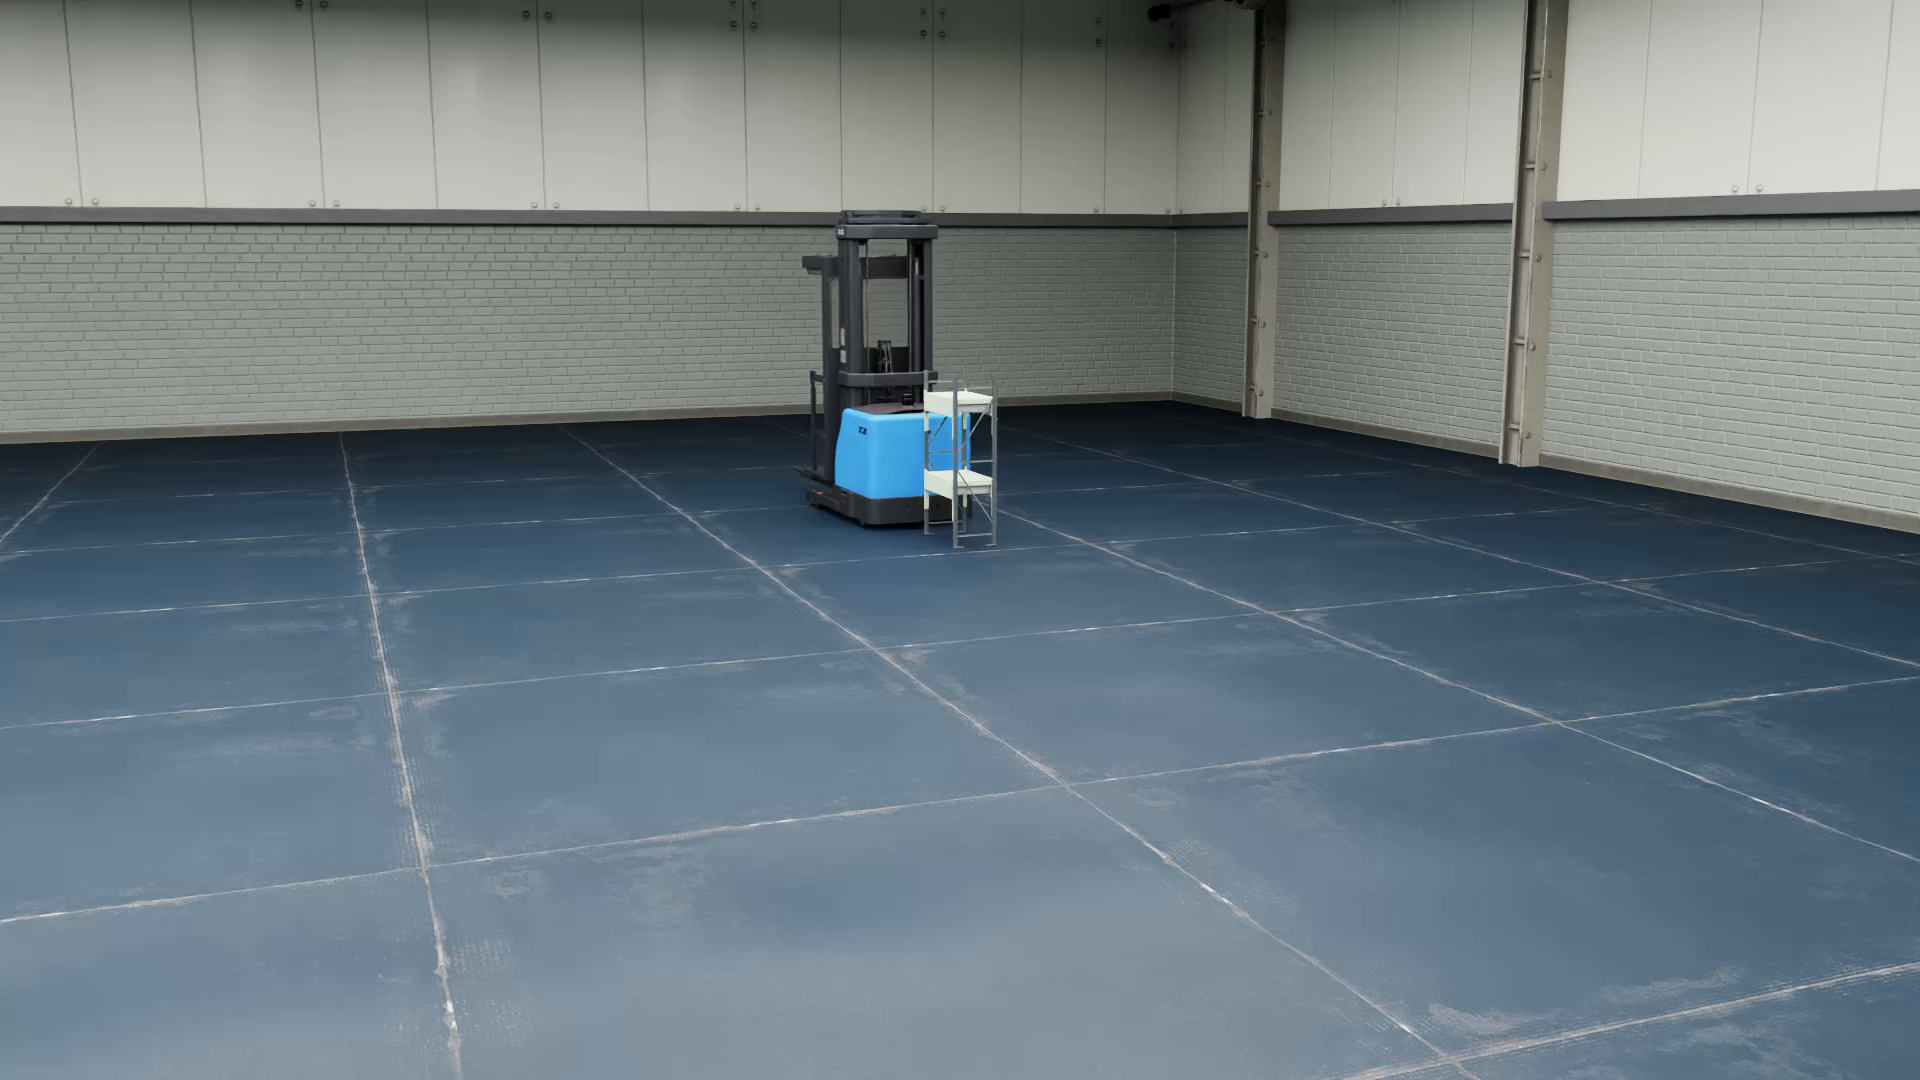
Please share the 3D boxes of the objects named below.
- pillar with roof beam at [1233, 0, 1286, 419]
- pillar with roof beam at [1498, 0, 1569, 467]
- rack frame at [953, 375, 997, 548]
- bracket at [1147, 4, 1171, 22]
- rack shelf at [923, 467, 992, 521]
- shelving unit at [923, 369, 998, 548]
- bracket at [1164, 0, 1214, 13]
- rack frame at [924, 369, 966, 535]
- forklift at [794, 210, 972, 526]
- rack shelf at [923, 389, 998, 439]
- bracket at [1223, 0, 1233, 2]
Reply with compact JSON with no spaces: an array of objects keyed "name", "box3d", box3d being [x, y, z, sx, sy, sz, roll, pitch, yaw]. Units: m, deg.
[{"name":"pillar with roof beam","box3d":[0.556,-6.048,23.227,9.100,9.000,0.548,-4,11,-21]},{"name":"pillar with roof beam","box3d":[2.731,-5.069,17.721,9.100,9.000,0.400,-4,11,-21]},{"name":"rack frame","box3d":[0.130,-0.680,14.459,0.400,1.500,0.023,-4,11,-21]},{"name":"bracket","box3d":[3.229,-8.526,26.876,0.235,0.232,0.430,-4,11,-21]},{"name":"rack shelf","box3d":[-0.002,-0.419,14.852,0.431,0.370,0.720,-4,11,-21]},{"name":"shelving unit","box3d":[-0.002,-0.739,14.795,0.431,1.500,0.755,-4,11,-21]},{"name":"bracket","box3d":[3.443,-8.429,26.334,0.076,0.066,3.189,-4,11,-21]},{"name":"rack frame","box3d":[-0.135,-0.799,15.131,0.400,1.500,0.023,-4,11,-21]},{"name":"forklift","box3d":[-0.916,-1.788,16.603,1.130,2.935,3.031,-4,11,-22]},{"name":"rack shelf","box3d":[-0.002,-1.124,14.727,0.431,0.370,0.720,-4,11,-21]},{"name":"bracket","box3d":[4.087,-8.139,24.701,0.235,0.232,0.430,-4,11,-21]}]
